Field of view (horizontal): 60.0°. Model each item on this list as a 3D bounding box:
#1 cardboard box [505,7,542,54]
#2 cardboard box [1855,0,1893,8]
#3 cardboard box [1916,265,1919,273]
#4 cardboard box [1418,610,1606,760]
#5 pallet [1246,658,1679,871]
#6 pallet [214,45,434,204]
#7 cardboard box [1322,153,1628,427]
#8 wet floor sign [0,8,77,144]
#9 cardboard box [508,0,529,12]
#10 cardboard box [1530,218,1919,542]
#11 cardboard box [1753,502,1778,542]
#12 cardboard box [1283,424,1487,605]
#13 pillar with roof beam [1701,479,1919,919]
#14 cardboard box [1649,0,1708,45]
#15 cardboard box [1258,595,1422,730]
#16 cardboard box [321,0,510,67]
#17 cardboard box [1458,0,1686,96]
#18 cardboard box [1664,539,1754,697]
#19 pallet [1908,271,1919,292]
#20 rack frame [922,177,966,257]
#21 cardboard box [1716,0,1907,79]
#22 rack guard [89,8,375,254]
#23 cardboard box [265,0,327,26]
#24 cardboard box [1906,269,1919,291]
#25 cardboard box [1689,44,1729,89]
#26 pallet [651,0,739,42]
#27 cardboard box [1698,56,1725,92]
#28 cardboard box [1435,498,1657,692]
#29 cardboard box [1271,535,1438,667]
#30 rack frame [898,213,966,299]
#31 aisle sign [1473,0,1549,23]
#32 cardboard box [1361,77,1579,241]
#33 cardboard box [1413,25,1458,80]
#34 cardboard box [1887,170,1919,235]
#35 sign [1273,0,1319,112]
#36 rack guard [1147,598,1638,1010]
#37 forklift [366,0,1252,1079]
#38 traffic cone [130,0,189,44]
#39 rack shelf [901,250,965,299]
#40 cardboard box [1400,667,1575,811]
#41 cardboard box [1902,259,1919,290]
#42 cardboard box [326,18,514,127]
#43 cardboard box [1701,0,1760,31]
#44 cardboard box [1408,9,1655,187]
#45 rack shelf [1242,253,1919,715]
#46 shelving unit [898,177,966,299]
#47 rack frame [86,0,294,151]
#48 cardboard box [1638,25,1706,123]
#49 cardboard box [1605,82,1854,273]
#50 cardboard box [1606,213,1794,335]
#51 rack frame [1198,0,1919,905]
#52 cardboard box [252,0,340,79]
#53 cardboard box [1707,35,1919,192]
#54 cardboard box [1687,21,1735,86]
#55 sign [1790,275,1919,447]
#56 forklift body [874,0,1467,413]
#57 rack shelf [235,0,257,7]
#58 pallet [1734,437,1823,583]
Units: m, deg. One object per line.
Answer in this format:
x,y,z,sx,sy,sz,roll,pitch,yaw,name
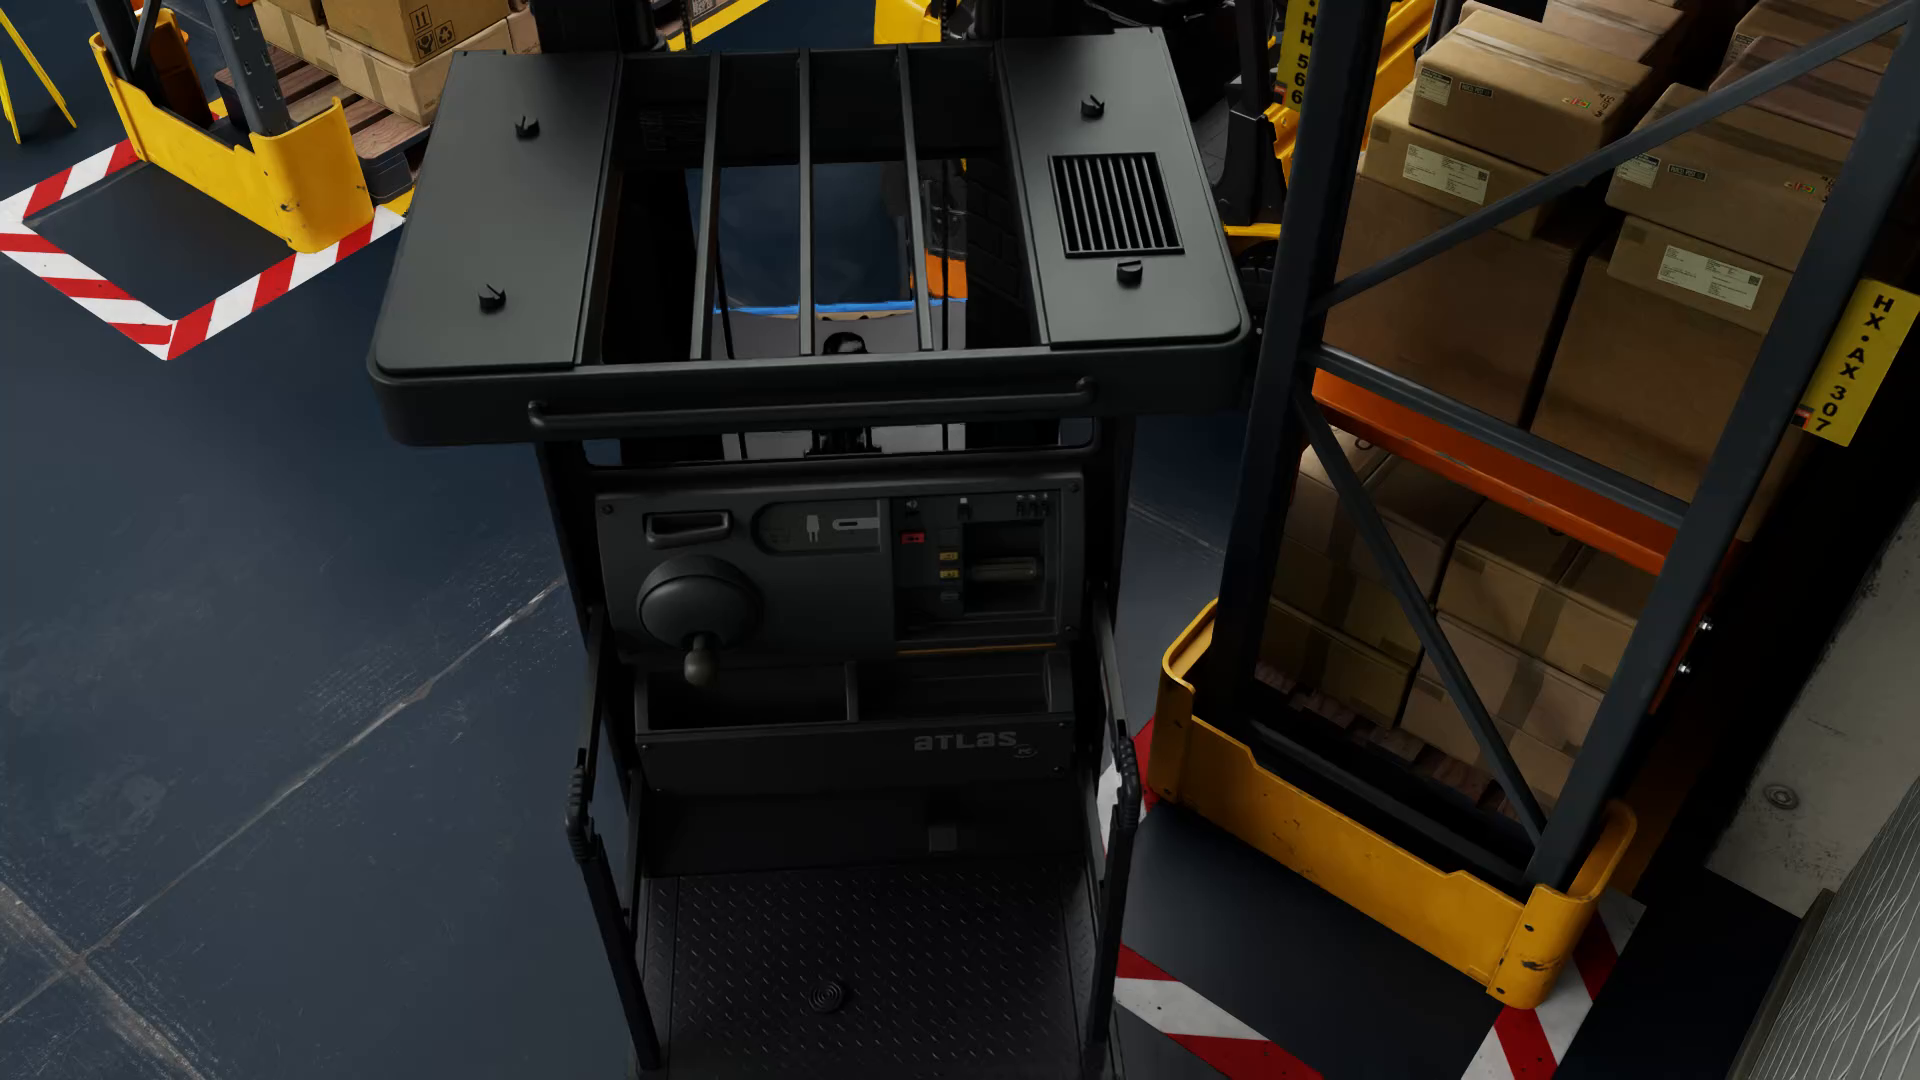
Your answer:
-1.826,-2.235,6.922,0.500,0.250,0.500,31,54,26,cardboard box
1.948,-1.106,3.508,0.380,0.149,0.250,29,53,25,cardboard box
3.085,-1.204,5.592,0.500,0.250,0.500,30,53,26,cardboard box
1.526,0.235,4.216,0.500,0.250,0.500,30,53,26,cardboard box
1.508,0.288,4.829,1.003,0.211,1.213,29,53,25,pallet
-2.285,-1.941,6.958,1.003,0.211,1.213,29,53,25,pallet
1.167,-0.652,3.729,0.500,0.500,0.500,28,52,24,cardboard box
-3.819,-1.963,6.679,0.232,0.644,0.267,-25,51,-22,wet floor sign
-1.814,-2.520,6.676,0.500,0.500,0.500,27,52,24,cardboard box
1.597,-0.415,3.503,0.500,0.500,0.500,31,54,26,cardboard box
2.160,-0.182,4.960,0.500,0.250,0.500,29,53,25,cardboard box
1.109,-0.161,4.249,0.500,0.250,0.500,31,54,26,cardboard box
-1.194,-4.195,3.034,9.100,9.000,0.400,29,53,25,pillar with roof beam
1.391,-1.195,3.594,0.380,0.149,0.250,30,53,26,cardboard box
1.111,0.177,4.618,0.500,0.250,0.500,30,53,25,cardboard box
-2.130,-2.219,6.388,0.500,0.500,0.500,28,52,24,cardboard box
1.252,-1.034,3.440,0.380,0.149,0.250,29,53,25,cardboard box
1.859,0.114,4.678,0.500,0.250,0.500,30,53,25,cardboard box
3.000,-1.109,6.163,1.003,0.211,1.213,29,53,25,pallet
0.030,-0.531,4.920,0.240,1.200,0.006,13,46,15,rack frame
1.785,-0.971,3.379,0.380,0.149,0.250,30,53,26,cardboard box
-2.810,-1.592,6.425,1.175,0.500,0.348,29,53,25,rack guard
-2.573,-2.440,6.599,0.500,0.500,0.500,30,53,25,cardboard box
3.080,-1.043,5.783,0.500,0.250,0.500,29,53,25,cardboard box
1.492,-0.944,4.009,0.500,0.500,0.500,31,54,26,cardboard box
-1.539,-2.636,7.622,1.003,0.211,1.213,29,53,25,pallet
1.748,-0.869,3.488,0.380,0.149,0.250,28,53,24,cardboard box
1.518,0.049,4.049,0.500,0.250,0.500,28,53,24,cardboard box
1.124,-0.004,4.445,0.500,0.250,0.500,29,53,25,cardboard box
-0.031,-0.410,4.798,0.240,1.200,0.006,13,46,15,rack frame
0.801,-1.210,2.533,0.394,0.787,0.004,29,53,25,aisle sign
1.064,-0.800,3.422,0.380,0.149,0.250,30,53,25,cardboard box
1.197,-0.960,3.575,0.380,0.149,0.250,30,53,26,cardboard box
1.898,-0.723,3.797,0.500,0.500,0.500,31,54,26,cardboard box
0.653,-0.949,3.118,0.100,0.325,0.005,29,53,25,sign
1.059,0.658,4.276,1.175,0.500,0.348,29,53,25,rack guard
-0.206,0.164,3.066,1.130,2.935,3.031,-3,46,-3,forklift
-3.614,-2.352,7.177,0.336,0.463,0.334,29,53,25,traffic cone
-0.010,-0.697,4.640,0.258,0.103,0.180,13,46,15,rack shelf
1.529,0.391,4.414,0.500,0.250,0.500,29,53,25,cardboard box
2.772,-0.917,5.317,0.500,0.250,0.500,29,53,25,cardboard box
-2.144,-1.946,6.646,0.500,0.250,0.500,29,53,25,cardboard box
1.602,-1.305,3.699,0.380,0.149,0.250,30,53,25,cardboard box
1.126,-0.879,3.292,0.380,0.149,0.250,29,53,25,cardboard box
2.297,-1.115,4.739,1.077,0.370,4.000,29,53,25,rack shelf
0.000,-0.471,4.859,0.258,1.200,0.189,13,46,15,shelving unit
-2.856,-2.412,5.479,1.000,3.000,0.127,29,53,25,rack frame
1.404,-1.081,3.691,0.380,0.149,0.250,30,53,26,cardboard box
1.448,-0.679,3.100,0.380,0.149,0.250,28,53,24,cardboard box
1.487,-0.557,3.190,0.380,0.149,0.250,28,52,24,cardboard box
1.074,-0.219,3.385,1.000,3.000,0.127,29,53,25,rack frame
-2.560,-2.202,6.890,0.500,0.250,0.500,29,53,25,cardboard box
1.661,-0.803,3.219,0.380,0.149,0.250,31,54,26,cardboard box
1.565,-1.218,3.821,0.380,0.149,0.250,29,53,25,cardboard box
1.510,-0.297,2.806,0.100,0.325,0.005,29,53,25,sign
0.790,-1.818,5.499,2.313,2.155,1.214,29,53,25,forklift body
-1.633,-3.308,6.833,1.077,0.370,4.000,29,53,25,rack shelf
2.255,-0.407,5.493,1.003,0.211,1.213,29,53,25,pallet
